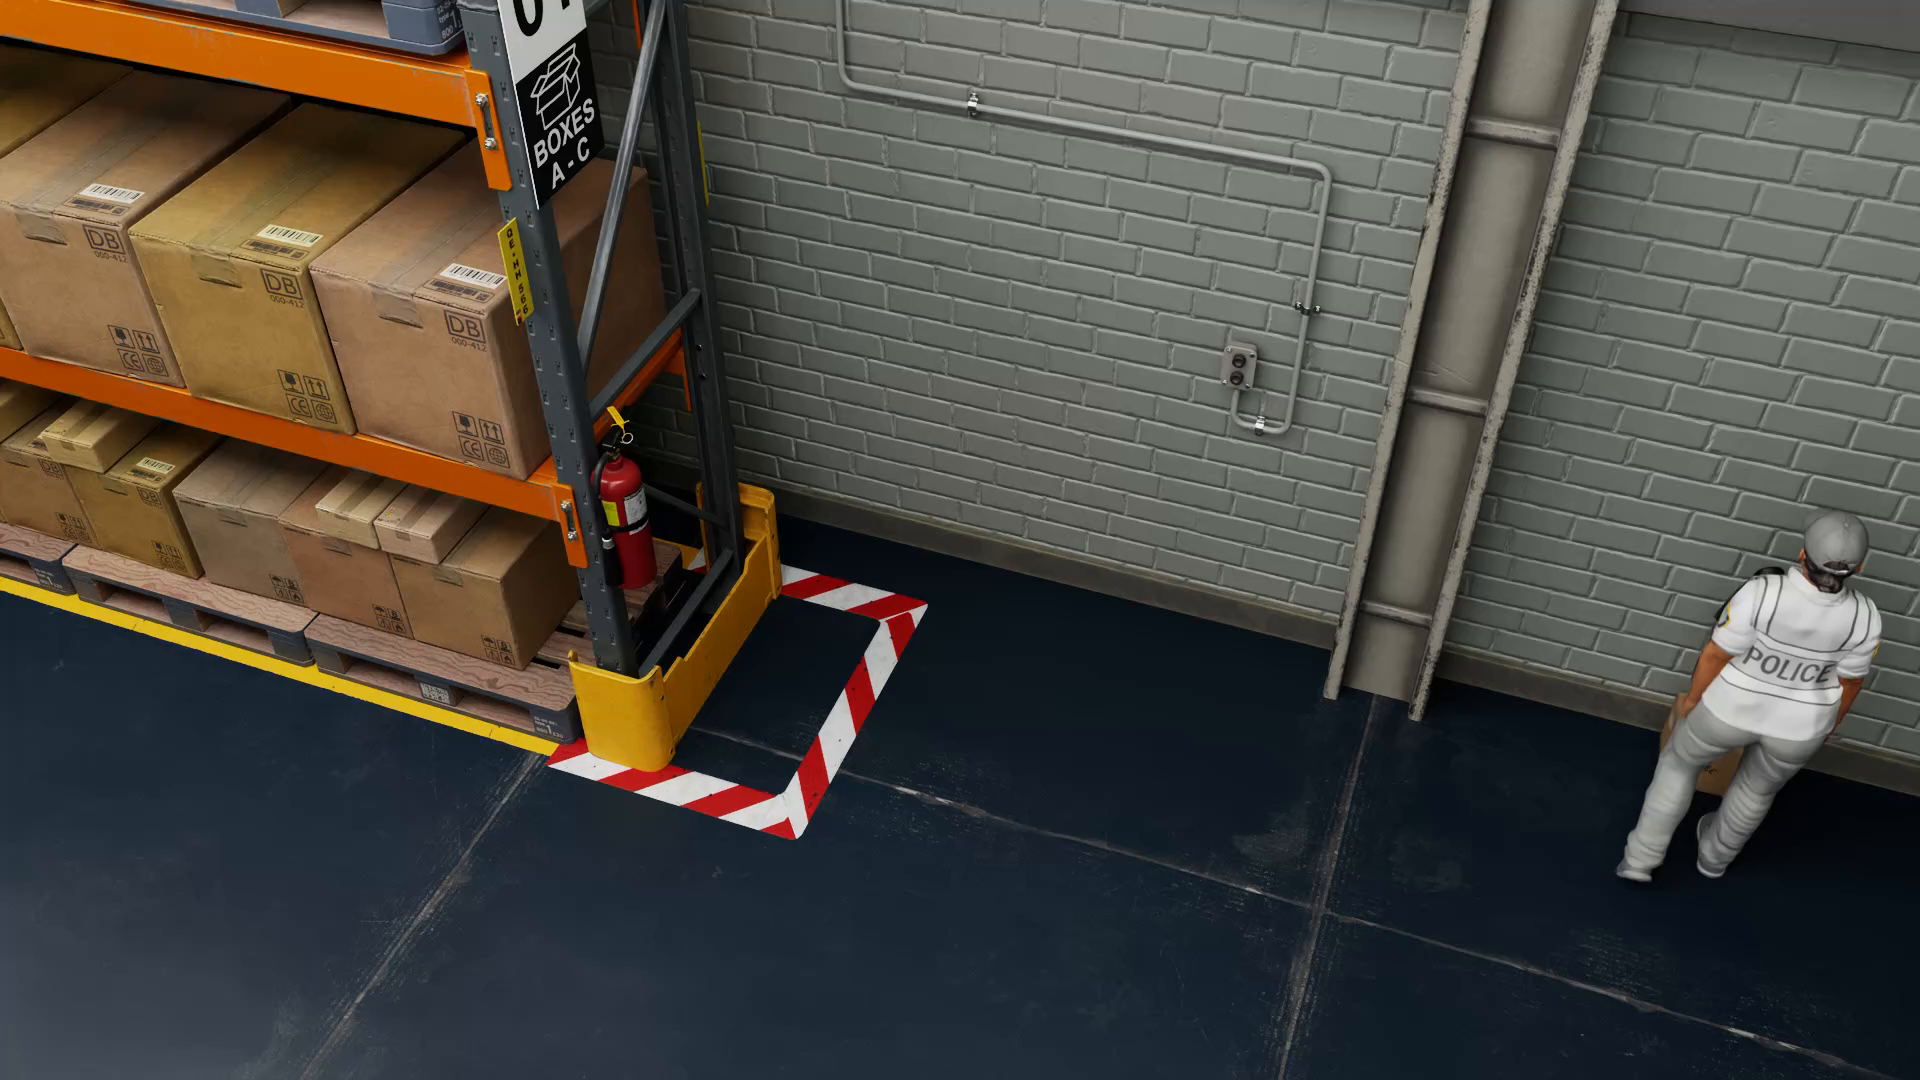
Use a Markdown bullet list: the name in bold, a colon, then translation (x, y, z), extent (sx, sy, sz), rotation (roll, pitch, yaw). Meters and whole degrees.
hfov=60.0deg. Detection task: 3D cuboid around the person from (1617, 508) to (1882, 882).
- **person**: translation (2.661, 0.581, 5.557), extent (0.492, 1.733, 0.474), rotation (14, 44, 15)
